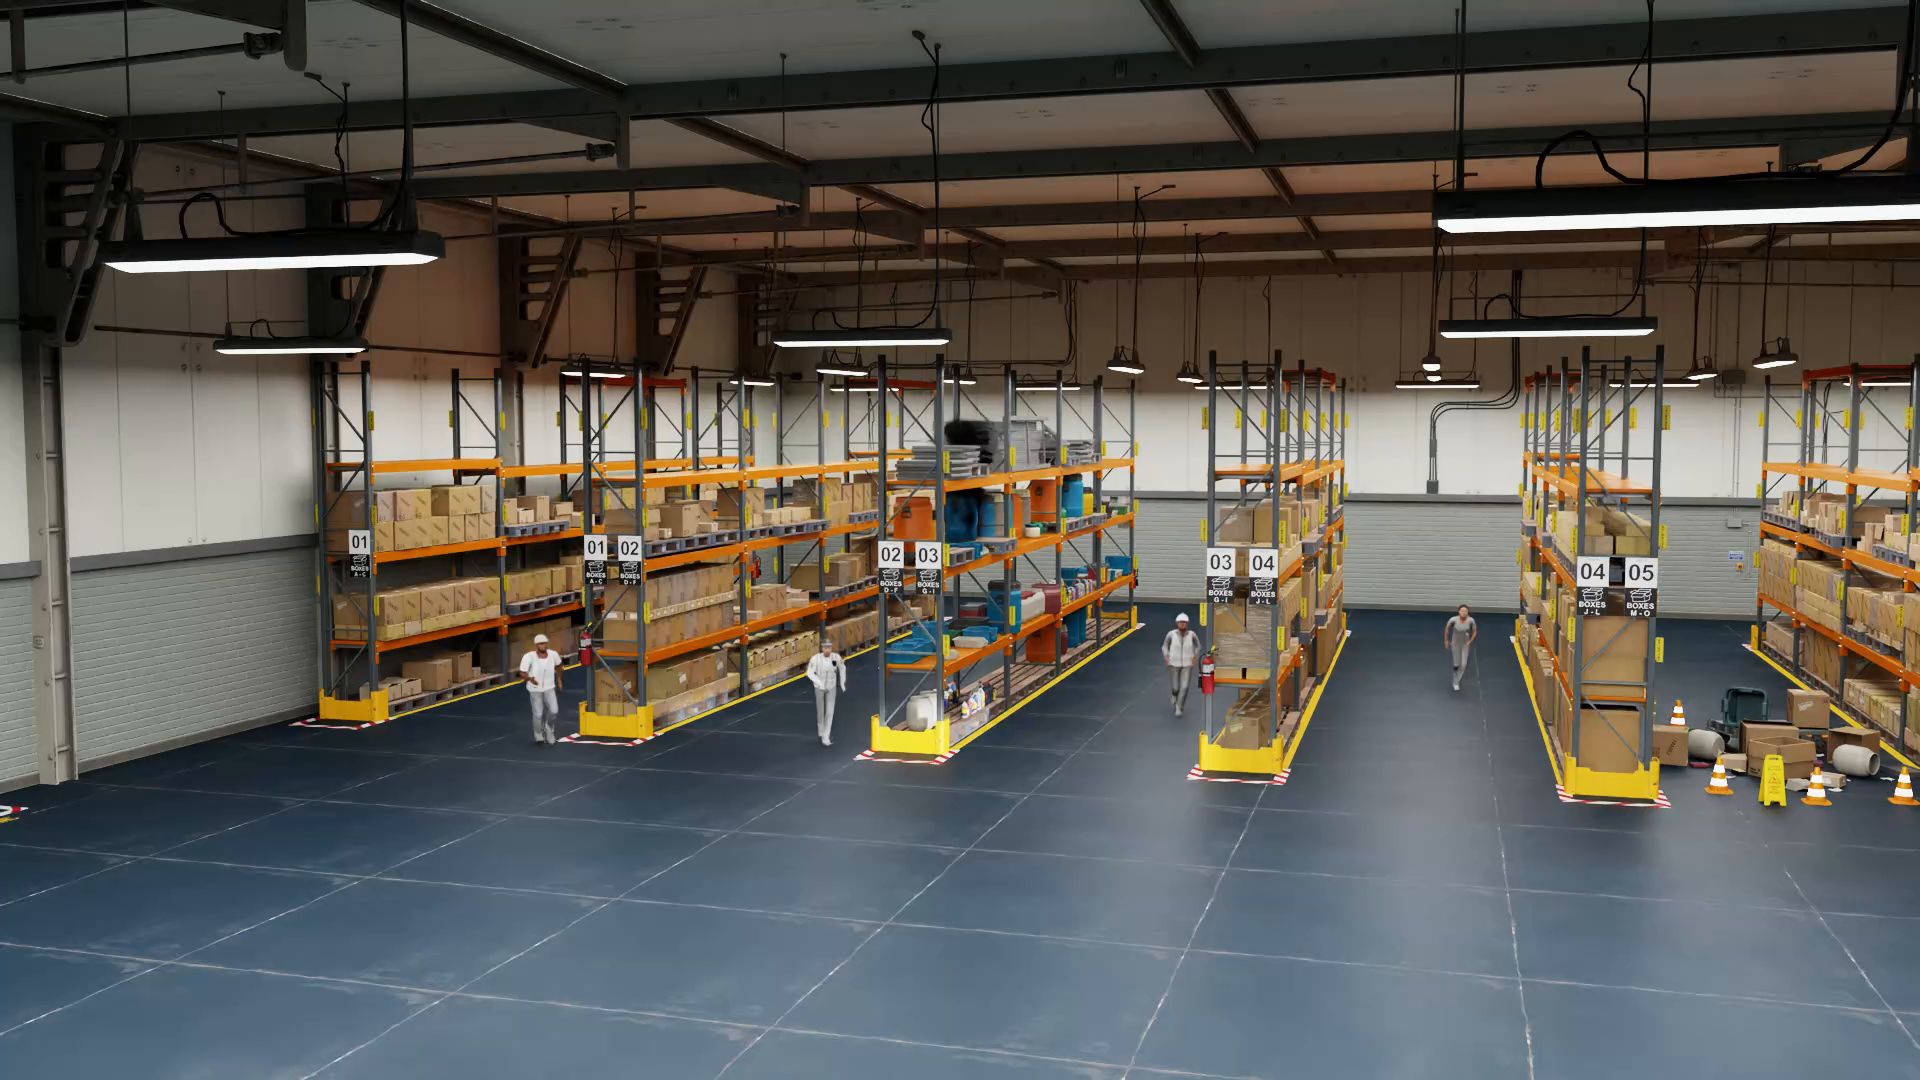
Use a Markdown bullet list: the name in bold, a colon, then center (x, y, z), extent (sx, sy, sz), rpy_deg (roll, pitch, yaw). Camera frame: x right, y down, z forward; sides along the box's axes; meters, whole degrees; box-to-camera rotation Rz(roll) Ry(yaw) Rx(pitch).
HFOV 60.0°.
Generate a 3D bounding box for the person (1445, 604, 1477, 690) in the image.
- **person**: center (9.365, 1.986, 31.128), extent (0.550, 1.602, 0.632), rpy_deg (0, 4, 3)

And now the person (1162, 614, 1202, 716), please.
- **person**: center (3.799, 2.117, 28.469), extent (0.667, 1.733, 0.663), rpy_deg (0, 4, 2)

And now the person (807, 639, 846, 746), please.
- **person**: center (-2.092, 2.336, 26.009), extent (0.607, 1.677, 0.804), rpy_deg (0, 4, -5)

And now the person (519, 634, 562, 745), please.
- **person**: center (-6.430, 2.307, 25.620), extent (0.704, 1.731, 0.741), rpy_deg (-2, 5, -26)
